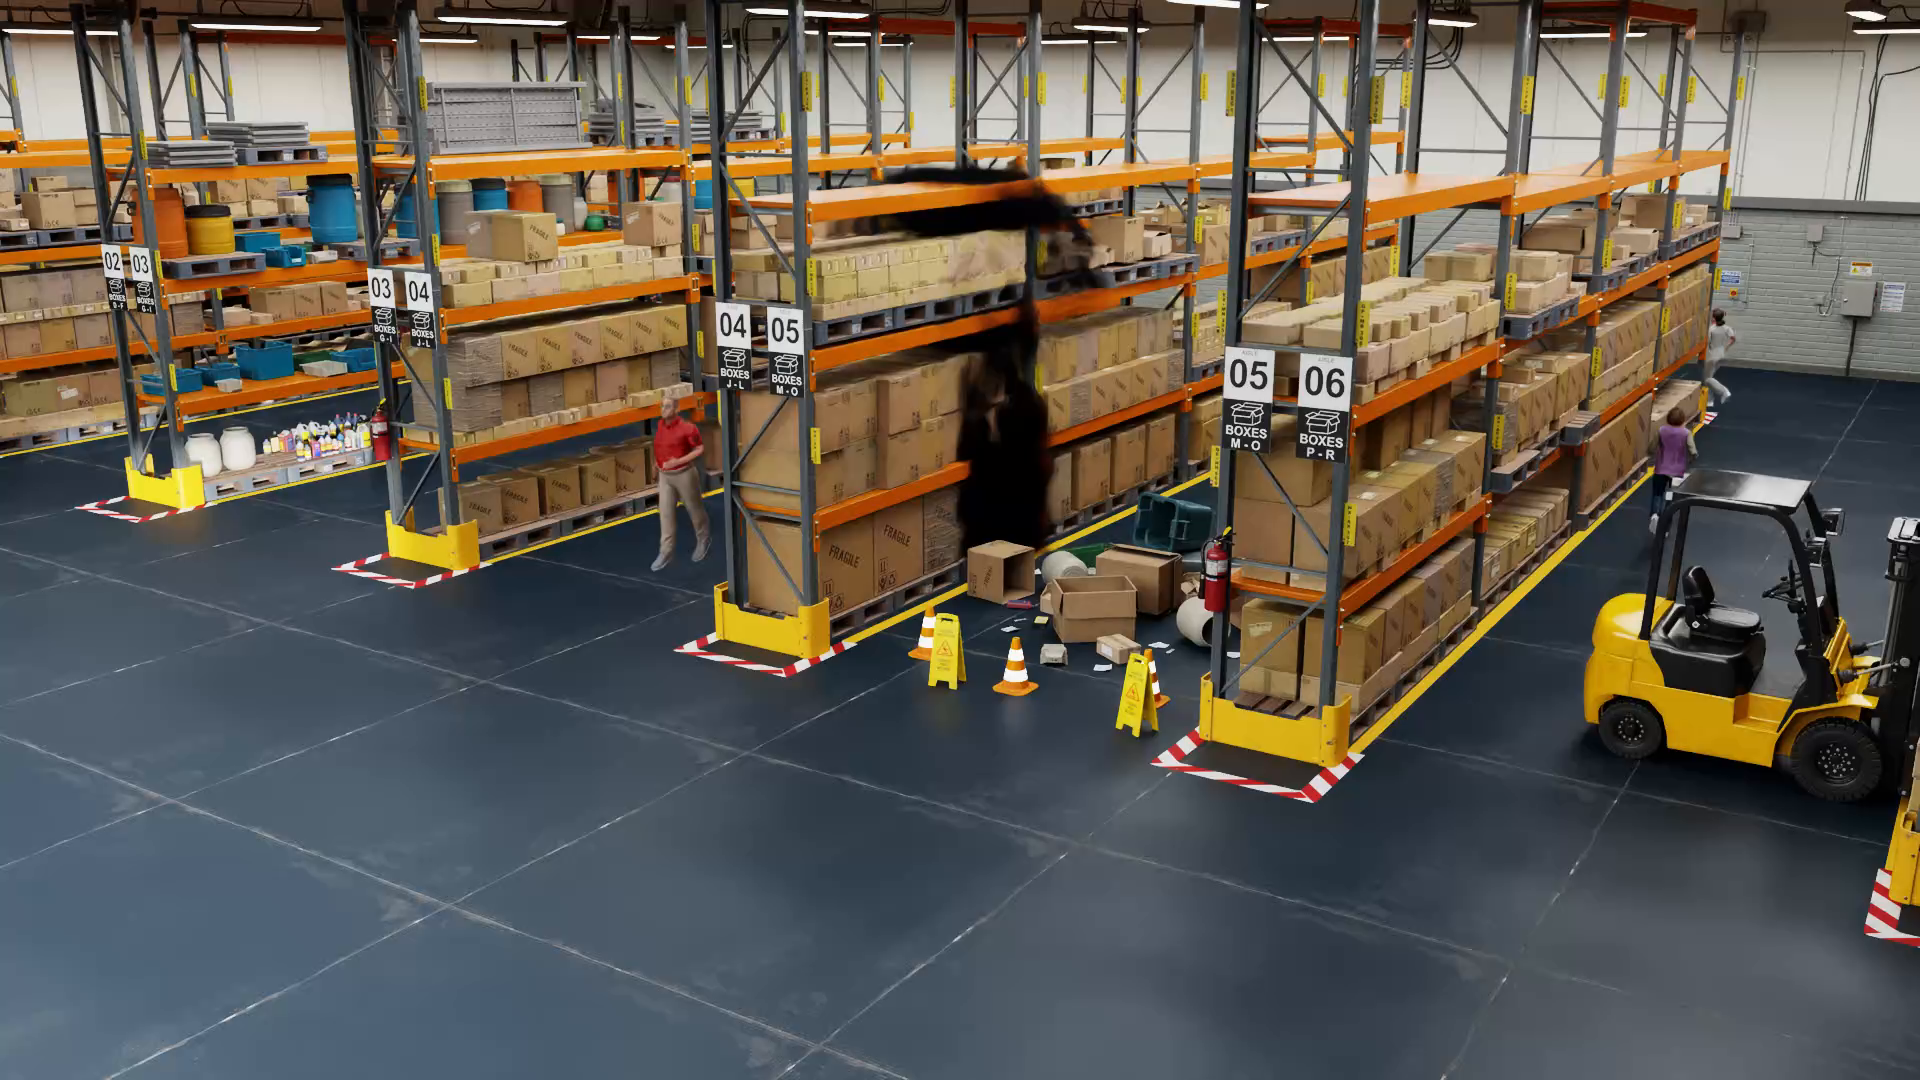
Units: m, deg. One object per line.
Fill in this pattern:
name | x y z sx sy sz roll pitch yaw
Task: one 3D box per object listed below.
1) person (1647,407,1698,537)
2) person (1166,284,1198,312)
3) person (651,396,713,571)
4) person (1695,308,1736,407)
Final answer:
person | 8.154 -0.758 19.049 0.509 1.550 0.622 8 17 26
person | 3.991 -3.844 29.942 0.638 1.630 0.842 2 16 6
person | -2.881 -0.602 17.115 0.647 1.784 0.802 8 18 27
person | 12.071 -2.887 26.595 0.606 1.645 0.685 -6 17 -20
